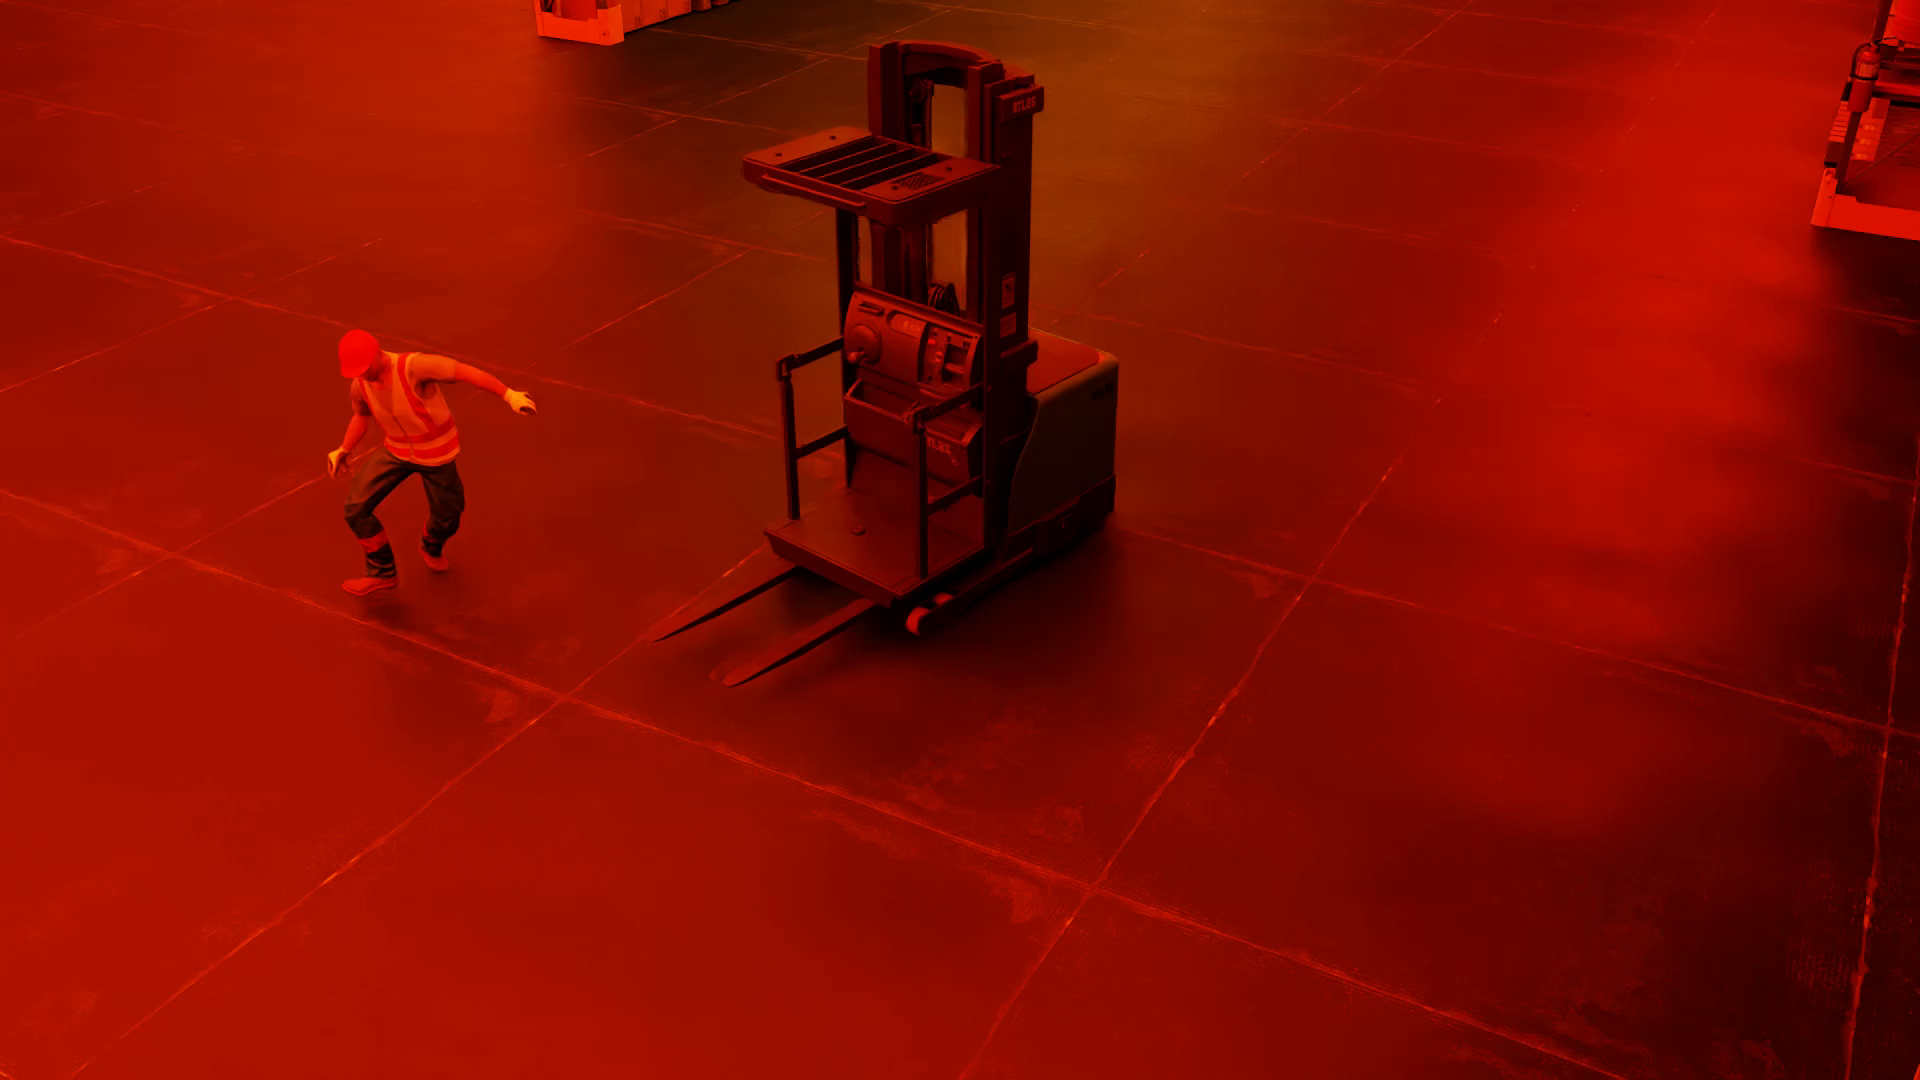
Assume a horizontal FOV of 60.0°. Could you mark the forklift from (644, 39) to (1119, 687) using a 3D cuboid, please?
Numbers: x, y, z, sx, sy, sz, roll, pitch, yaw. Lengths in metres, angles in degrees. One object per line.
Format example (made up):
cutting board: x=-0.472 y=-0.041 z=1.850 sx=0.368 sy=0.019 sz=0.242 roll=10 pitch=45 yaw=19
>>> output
forklift: x=-0.403 y=-1.024 z=8.846 sx=1.130 sy=2.935 sz=3.031 roll=24 pitch=37 yaw=35

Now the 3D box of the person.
person: x=-2.938 y=-0.434 z=9.229 sx=1.230 sy=1.677 sz=0.653 roll=2 pitch=30 yaw=3
